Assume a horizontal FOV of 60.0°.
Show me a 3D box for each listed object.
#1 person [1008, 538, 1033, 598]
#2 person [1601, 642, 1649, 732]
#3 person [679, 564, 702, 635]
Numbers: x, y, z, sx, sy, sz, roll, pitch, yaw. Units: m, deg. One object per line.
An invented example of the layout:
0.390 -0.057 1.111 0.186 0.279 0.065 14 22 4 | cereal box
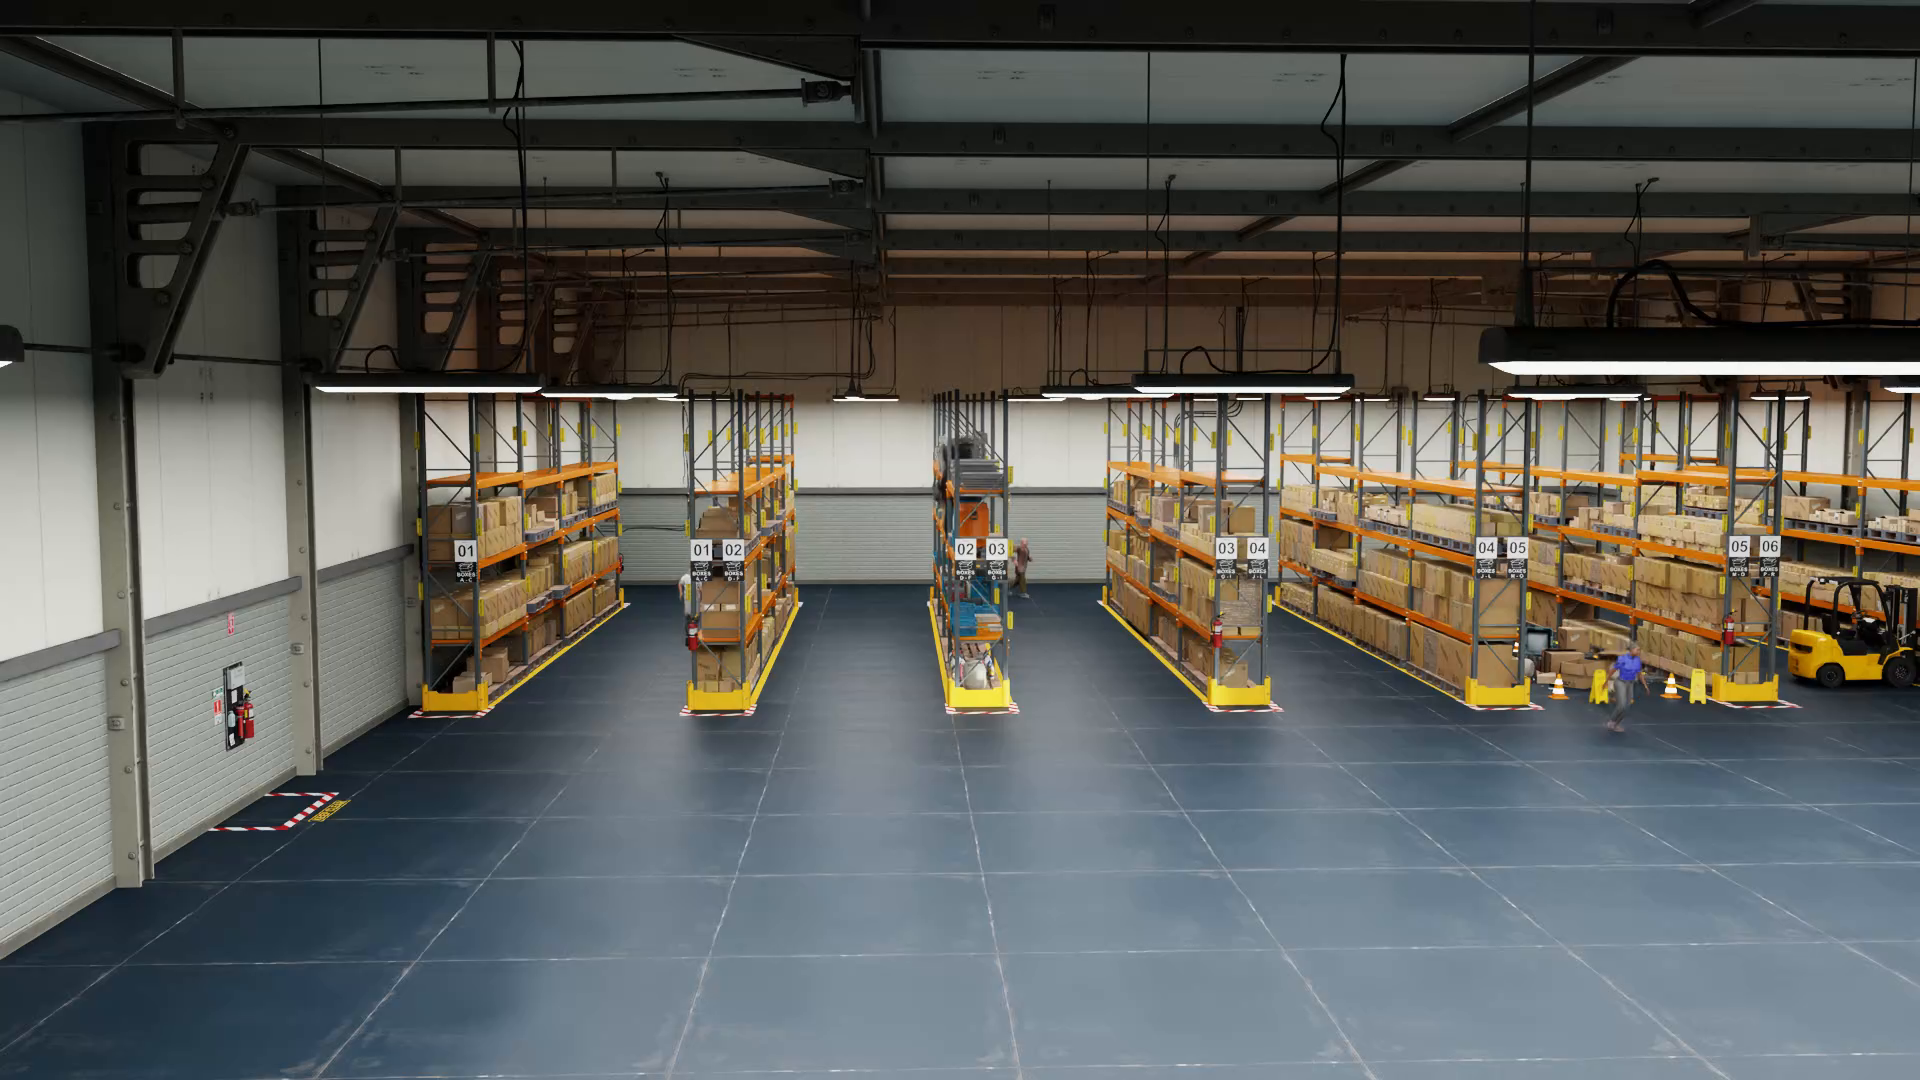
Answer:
1.794 0.803 49.378 1.029 1.728 0.757 3 5 31 | person
11.608 2.627 28.969 0.578 1.483 0.609 -2 5 -24 | person
-6.650 1.487 41.262 0.650 1.815 0.726 -1 5 -9 | person
